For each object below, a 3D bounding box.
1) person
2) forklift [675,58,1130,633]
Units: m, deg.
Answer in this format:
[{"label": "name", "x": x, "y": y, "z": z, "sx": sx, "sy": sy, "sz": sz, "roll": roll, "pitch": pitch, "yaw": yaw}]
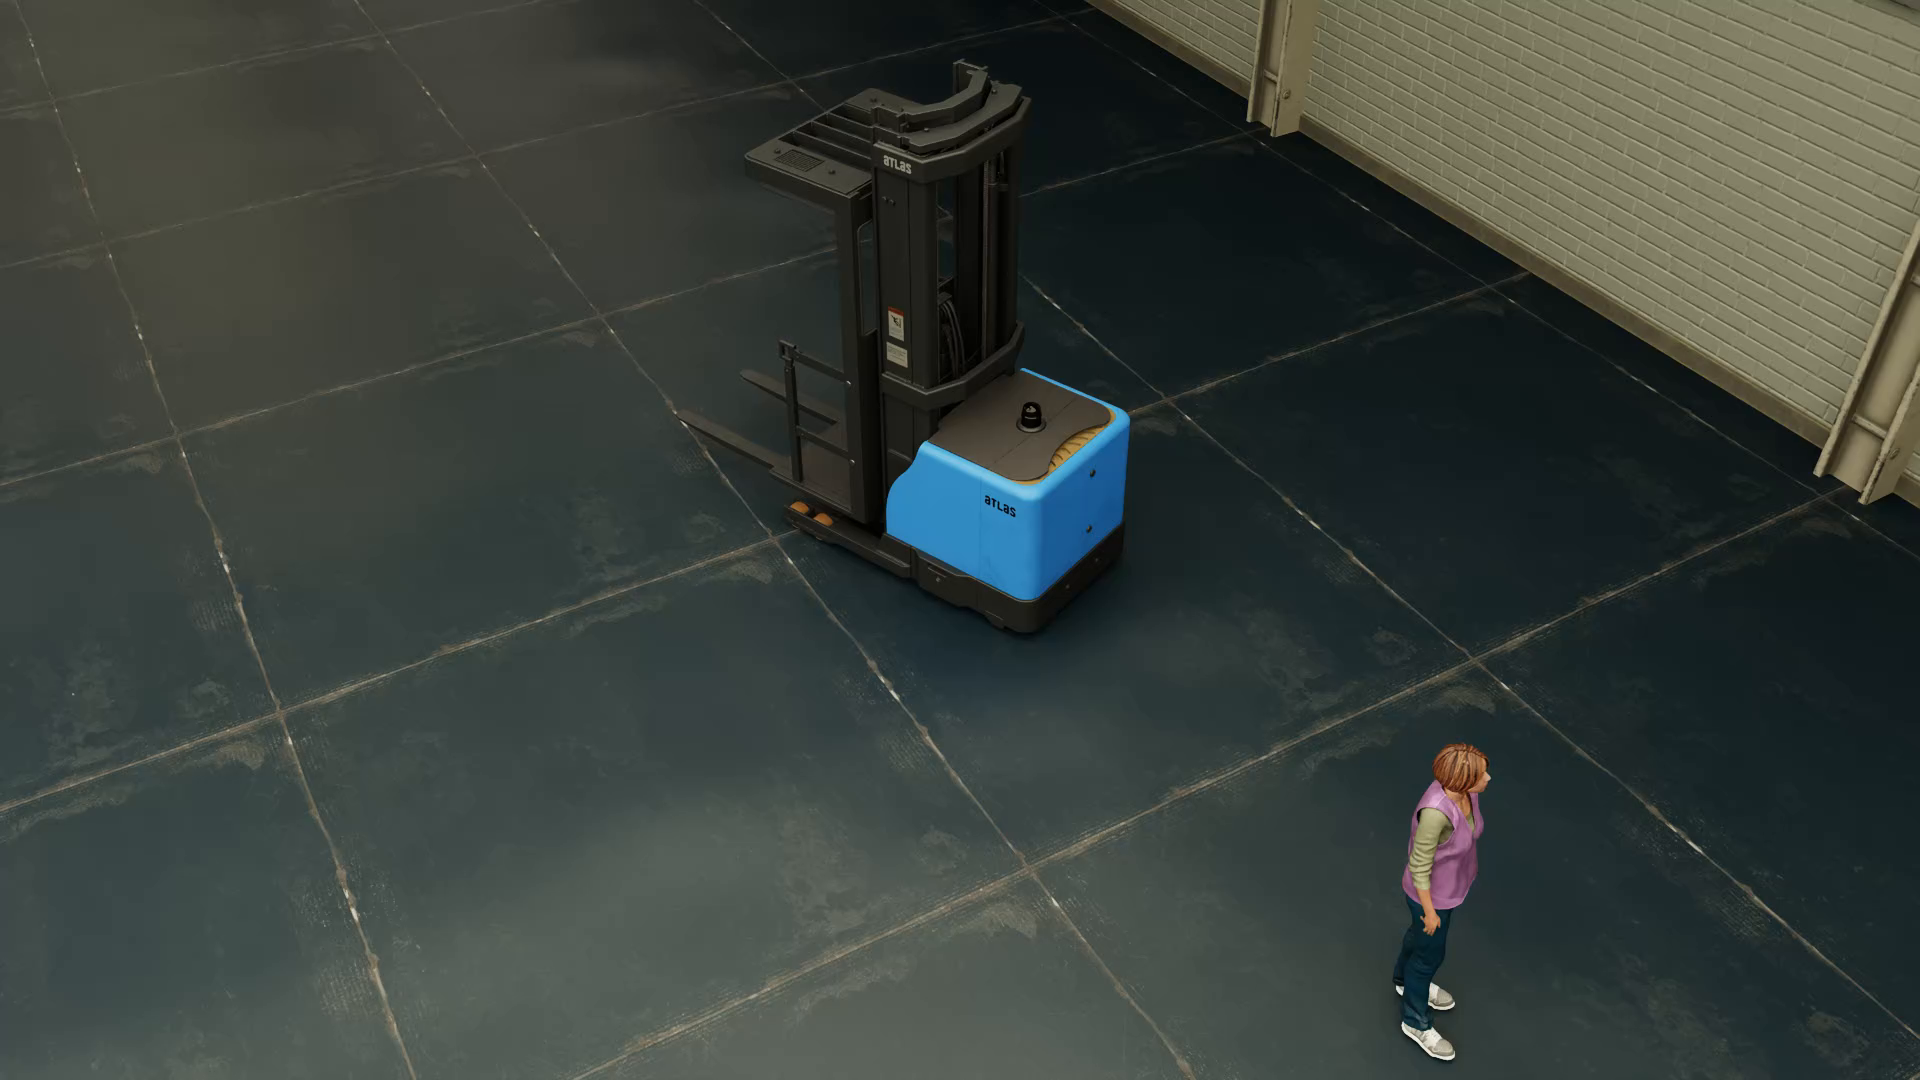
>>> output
[{"label": "person", "x": 2.146, "y": 1.531, "z": 7.224, "sx": 0.472, "sy": 1.599, "sz": 0.521, "roll": 23, "pitch": 45, "yaw": 25}, {"label": "forklift", "x": -0.481, "y": -1.366, "z": 9.683, "sx": 3.031, "sy": 2.935, "sz": 1.130, "roll": 26, "pitch": 46, "yaw": 28}]
